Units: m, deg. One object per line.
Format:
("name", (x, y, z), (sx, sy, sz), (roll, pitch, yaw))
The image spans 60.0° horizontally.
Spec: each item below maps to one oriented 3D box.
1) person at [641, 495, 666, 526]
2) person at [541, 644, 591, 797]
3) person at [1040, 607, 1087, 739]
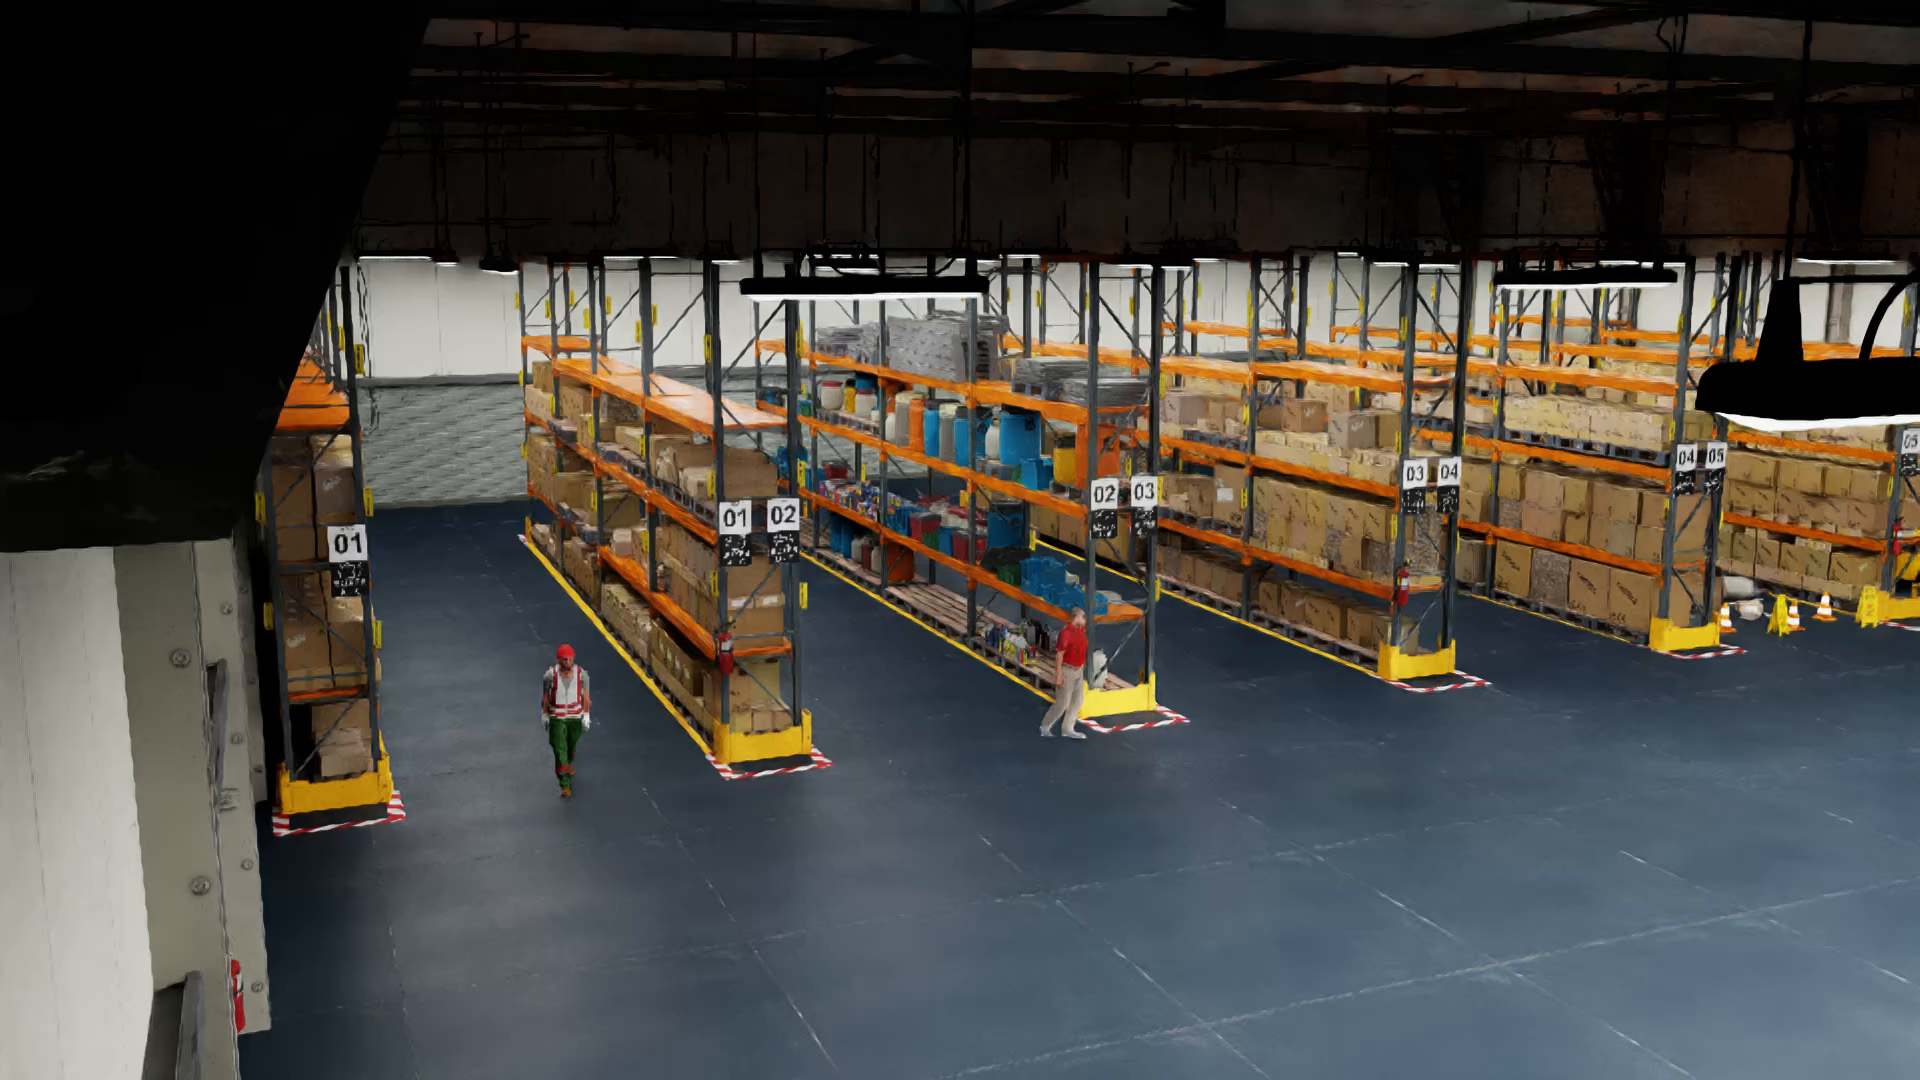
("person", (-6.330, -0.729, 34.599), (0.622, 1.607, 0.752), (-3, 11, -17))
("person", (-4.521, 2.021, 19.167), (0.550, 1.709, 1.128), (-5, 11, -24))
("person", (1.317, 1.679, 21.124), (0.567, 1.714, 0.601), (6, 12, 31))
